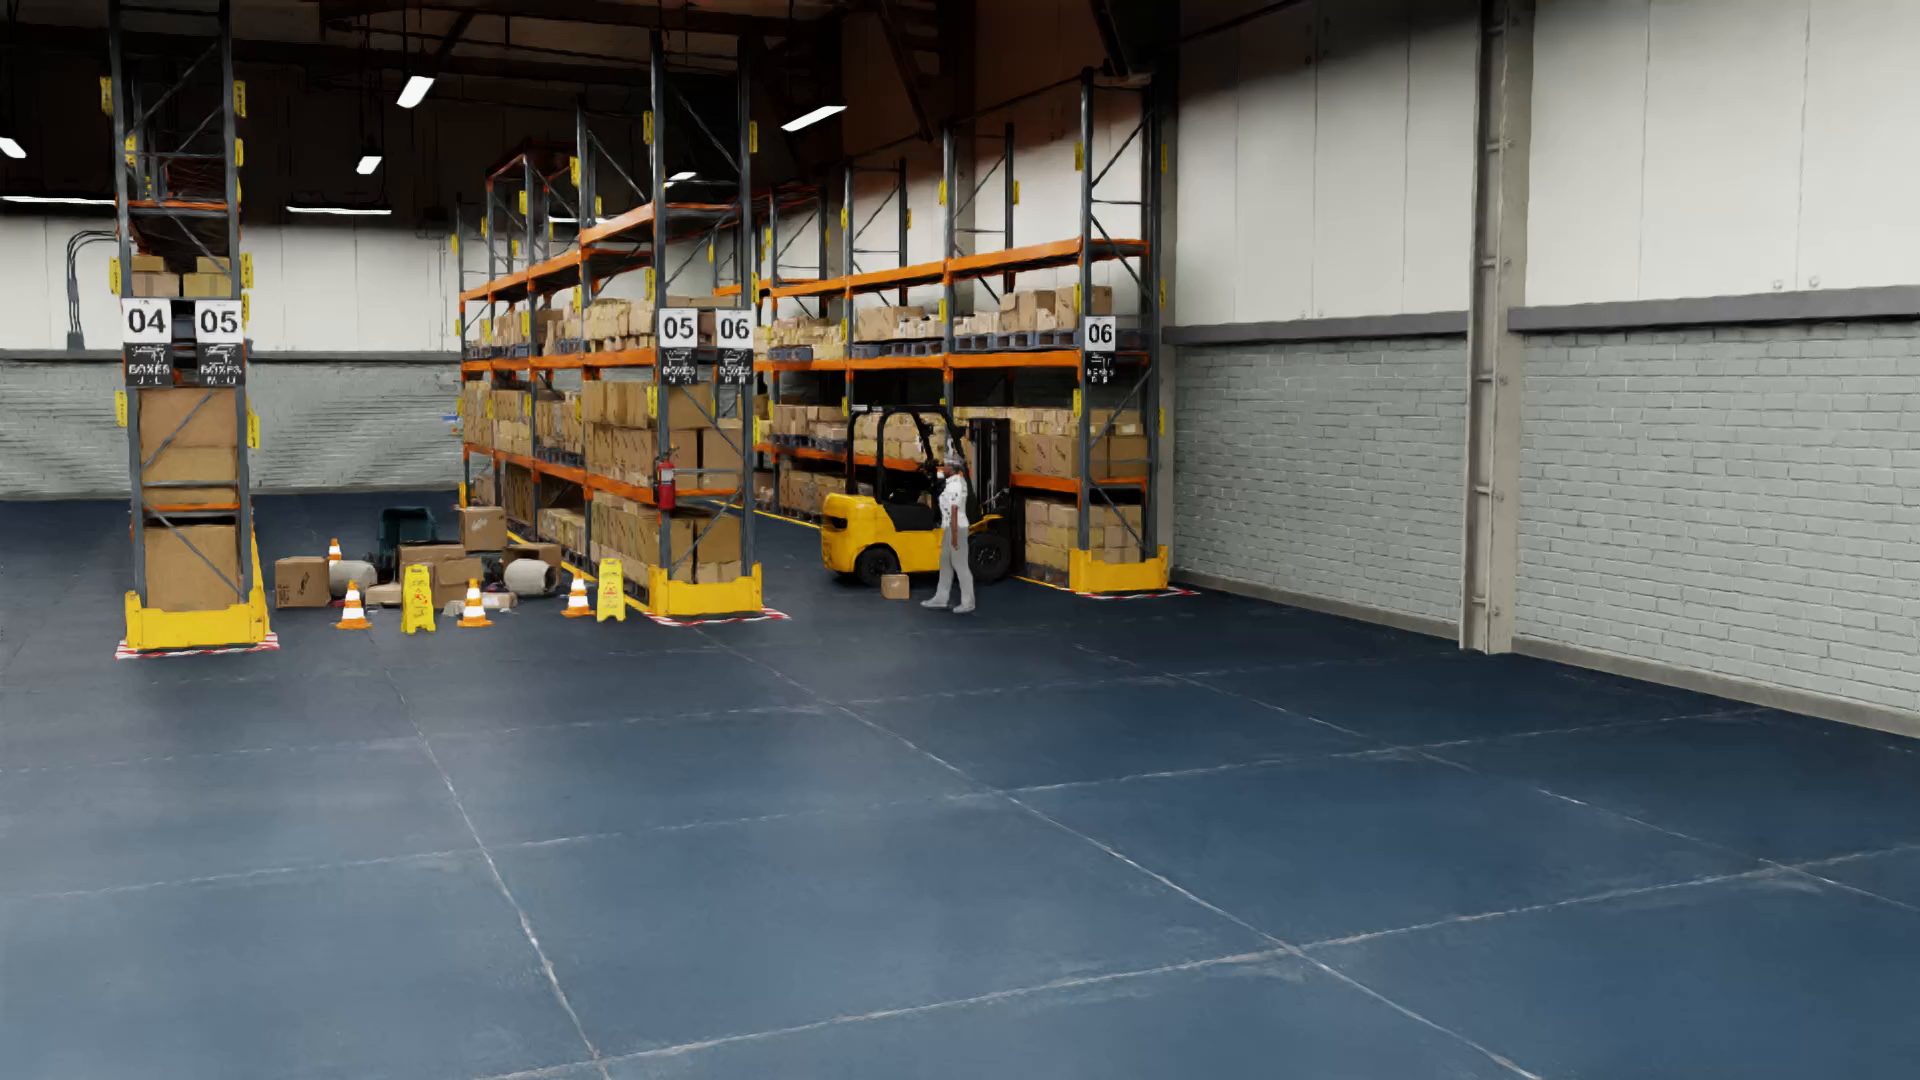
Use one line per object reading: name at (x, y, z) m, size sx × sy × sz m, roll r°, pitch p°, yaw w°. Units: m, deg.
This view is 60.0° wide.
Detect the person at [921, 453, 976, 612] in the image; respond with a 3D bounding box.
person at (-0.129, -0.095, 17.714) m, size 0.583 × 1.673 × 0.643 m, roll 0°, pitch 6°, yaw -2°
